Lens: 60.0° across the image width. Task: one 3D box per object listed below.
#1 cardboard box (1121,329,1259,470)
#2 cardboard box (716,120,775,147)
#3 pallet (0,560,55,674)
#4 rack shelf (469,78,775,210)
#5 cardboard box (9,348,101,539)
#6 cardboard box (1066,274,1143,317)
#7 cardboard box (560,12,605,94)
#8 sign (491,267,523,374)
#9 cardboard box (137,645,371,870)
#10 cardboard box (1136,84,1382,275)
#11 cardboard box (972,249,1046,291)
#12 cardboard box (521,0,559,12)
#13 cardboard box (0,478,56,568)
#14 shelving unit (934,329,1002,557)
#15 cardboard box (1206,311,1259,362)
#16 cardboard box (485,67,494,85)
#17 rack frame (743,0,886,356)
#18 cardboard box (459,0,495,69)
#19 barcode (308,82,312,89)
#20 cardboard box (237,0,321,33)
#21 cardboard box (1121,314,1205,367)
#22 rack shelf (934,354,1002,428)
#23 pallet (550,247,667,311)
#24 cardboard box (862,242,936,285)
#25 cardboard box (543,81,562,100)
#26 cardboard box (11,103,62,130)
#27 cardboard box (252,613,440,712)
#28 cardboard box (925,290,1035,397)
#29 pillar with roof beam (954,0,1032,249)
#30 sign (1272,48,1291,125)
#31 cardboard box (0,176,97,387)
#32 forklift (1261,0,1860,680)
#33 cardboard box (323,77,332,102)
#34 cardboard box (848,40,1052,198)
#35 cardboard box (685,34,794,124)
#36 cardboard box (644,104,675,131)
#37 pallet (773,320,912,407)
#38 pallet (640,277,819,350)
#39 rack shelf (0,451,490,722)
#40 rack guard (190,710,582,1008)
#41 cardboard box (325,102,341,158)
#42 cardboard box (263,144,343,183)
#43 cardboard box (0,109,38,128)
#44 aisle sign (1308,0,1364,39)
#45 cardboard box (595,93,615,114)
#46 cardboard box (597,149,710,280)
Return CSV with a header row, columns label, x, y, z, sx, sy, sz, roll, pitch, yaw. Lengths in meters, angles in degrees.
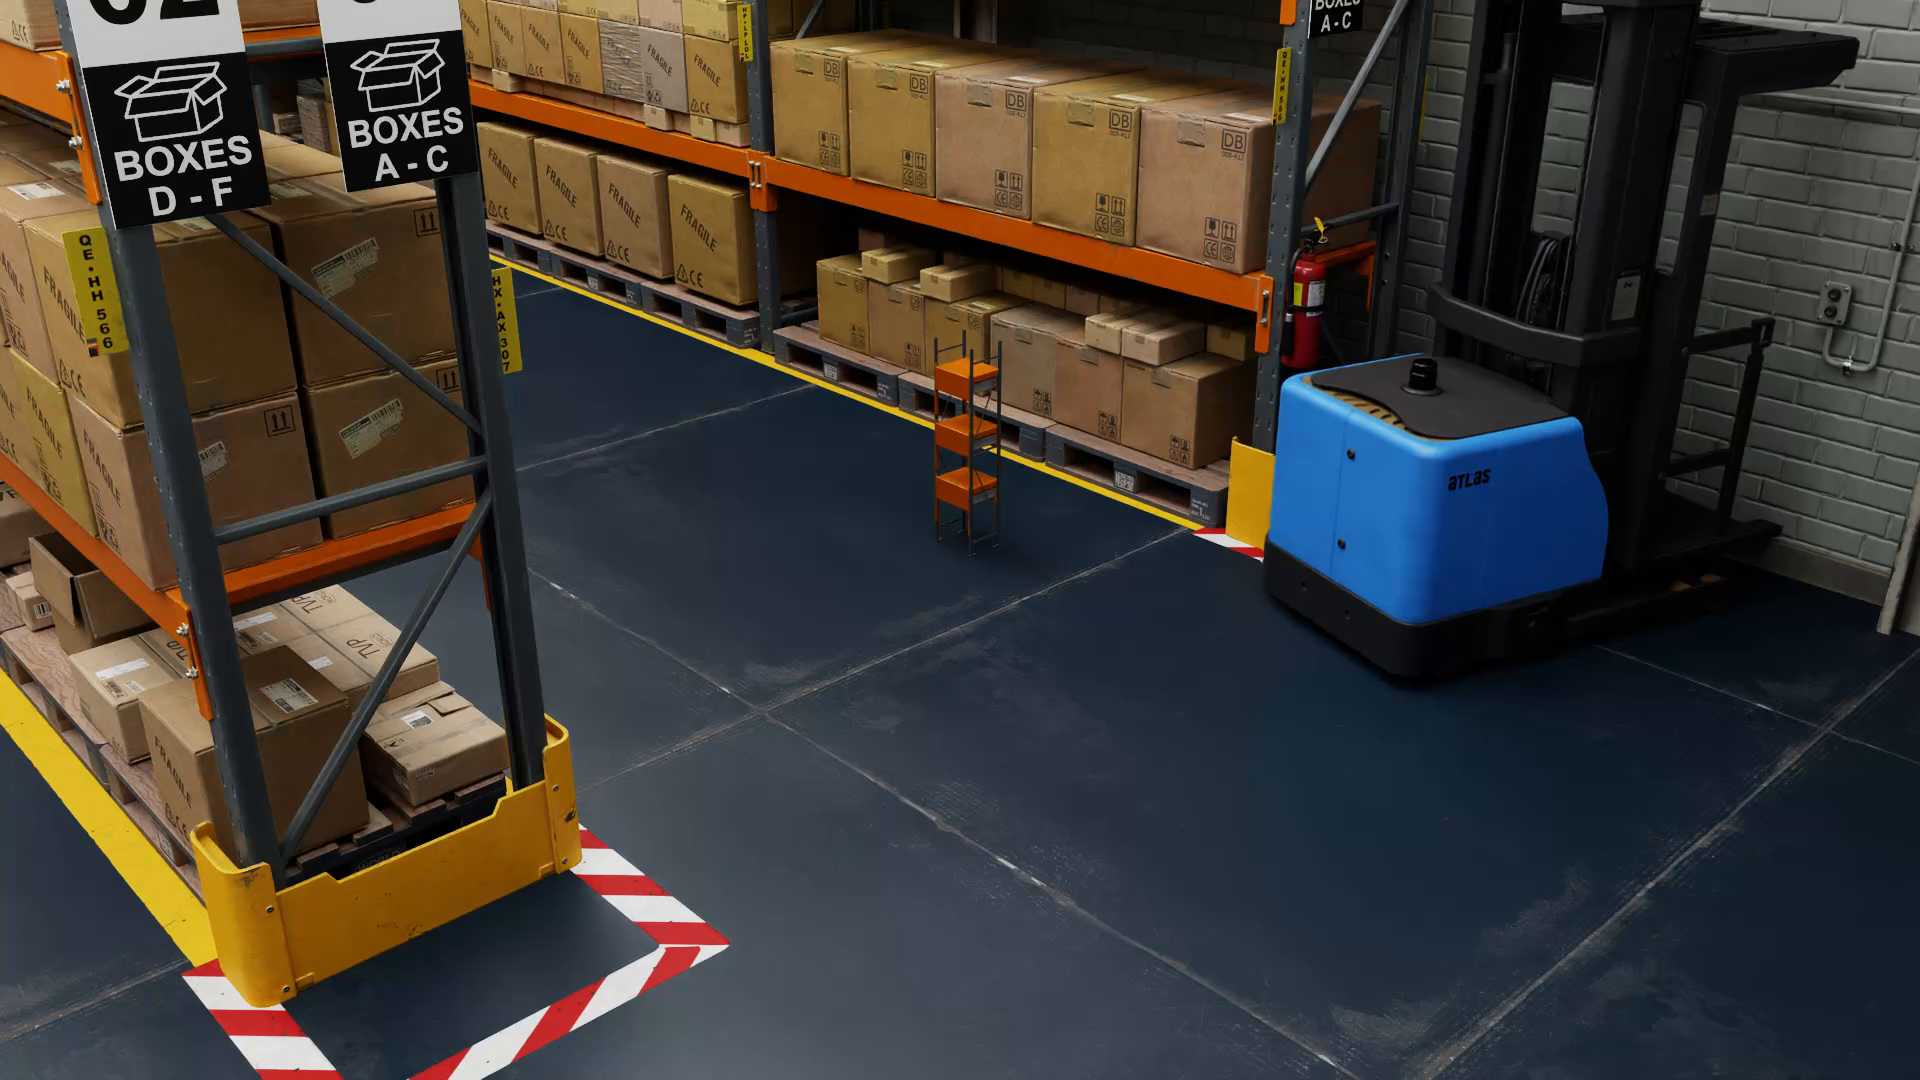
label,x,y,z,sx,sy,sz,roll,pitch,yaw
cardboard box,1.277,-0.756,8.799,0.700,0.500,0.500,-21,32,-38
cardboard box,-1.343,-2.647,10.718,0.380,0.149,0.250,-21,32,-38
pallet,-4.050,0.153,7.661,1.003,0.211,1.213,-21,32,-38
rack shelf,-2.273,-3.009,12.099,1.077,0.370,4.000,-21,32,-38
cardboard box,-2.647,-0.372,5.332,0.500,0.500,0.500,-21,32,-38
cardboard box,0.816,-1.376,9.377,0.380,0.149,0.250,-21,32,-38
cardboard box,-2.443,-3.445,11.685,0.500,0.500,0.500,-20,31,-37
sign,-1.389,-0.660,5.040,0.100,0.325,0.005,-21,32,-38
cardboard box,-2.337,0.730,5.518,0.500,0.500,0.500,-21,32,-38
cardboard box,1.472,-1.807,8.235,0.980,0.700,0.700,-20,31,-36
cardboard box,0.291,-1.609,9.886,0.380,0.149,0.250,-21,32,-38
cardboard box,-2.805,-3.950,11.888,0.500,0.250,0.500,-21,32,-38
cardboard box,-4.390,-0.112,7.592,0.500,0.311,0.500,-21,32,-38
shelving unit,0.037,-0.461,7.997,0.215,1.050,0.252,-21,32,-38
cardboard box,1.508,-1.070,8.706,0.380,0.149,0.250,-21,32,-38
cardboard box,-3.418,-3.593,12.790,0.380,0.149,0.250,-21,32,-38
rack frame,-0.906,-2.731,10.621,1.000,3.000,0.127,-21,32,-38
cardboard box,-3.494,-3.913,12.710,0.500,0.500,0.500,-20,31,-37
barcode,-6.567,-4.594,16.803,0.001,0.075,0.075,-21,32,-38
cardboard box,-1.951,-1.637,4.790,0.500,0.250,0.500,-21,32,-38
cardboard box,1.056,-1.039,8.637,0.380,0.149,0.250,-22,32,-39
rack shelf,0.037,-0.710,7.883,0.215,0.259,0.240,-21,32,-38
pallet,-2.326,-2.044,12.476,1.003,0.211,1.213,-21,32,-38
cardboard box,-0.368,-1.668,10.017,0.380,0.149,0.250,-20,31,-37
cardboard box,-2.852,-3.371,12.304,0.380,0.149,0.250,-20,31,-37
cardboard box,-3.288,-1.438,6.462,0.500,0.500,0.500,-21,32,-38
cardboard box,-2.291,0.542,6.231,0.500,0.250,0.500,-21,32,-38
cardboard box,0.221,-1.219,9.815,0.700,0.500,0.500,-20,31,-37
pillar with roof beam,-2.938,-4.272,6.772,9.100,9.000,0.400,-21,32,-38
sign,1.423,-2.004,7.347,0.100,0.325,0.005,-21,32,-38
cardboard box,-2.636,-0.822,5.113,0.500,0.500,0.500,-20,31,-37
forklift,2.934,-1.162,7.265,3.031,2.935,1.130,-12,27,-24
cardboard box,-5.555,-4.208,15.437,0.500,0.250,0.500,-22,33,-39
cardboard box,-0.052,-2.475,9.701,0.980,0.700,0.700,-22,33,-40
cardboard box,-1.405,-2.989,10.685,0.500,0.500,0.500,-22,32,-39
cardboard box,-1.901,-2.872,11.210,0.380,0.149,0.250,-21,32,-38
pallet,-0.443,-1.209,10.647,1.003,0.211,1.213,-21,32,-38
pallet,-1.488,-1.674,11.666,1.003,0.211,1.213,-21,32,-38
rack shelf,-3.152,-0.391,6.360,1.077,0.370,4.000,-21,32,-38
rack guard,-1.837,1.002,5.451,1.175,0.500,0.348,-21,32,-38
cardboard box,-5.469,-3.857,15.571,0.700,0.500,0.500,-22,32,-39
cardboard box,-2.259,-0.978,5.455,0.500,0.500,0.500,-21,32,-38
cardboard box,-3.698,-1.290,6.138,0.500,0.500,0.500,-22,33,-40
aisle sign,1.659,-2.595,7.191,0.394,0.787,0.004,-21,32,-38
cardboard box,-2.353,-3.129,11.772,0.380,0.149,0.250,-20,31,-37
cardboard box,-2.054,-2.372,11.920,0.750,0.750,0.750,-20,31,-37
